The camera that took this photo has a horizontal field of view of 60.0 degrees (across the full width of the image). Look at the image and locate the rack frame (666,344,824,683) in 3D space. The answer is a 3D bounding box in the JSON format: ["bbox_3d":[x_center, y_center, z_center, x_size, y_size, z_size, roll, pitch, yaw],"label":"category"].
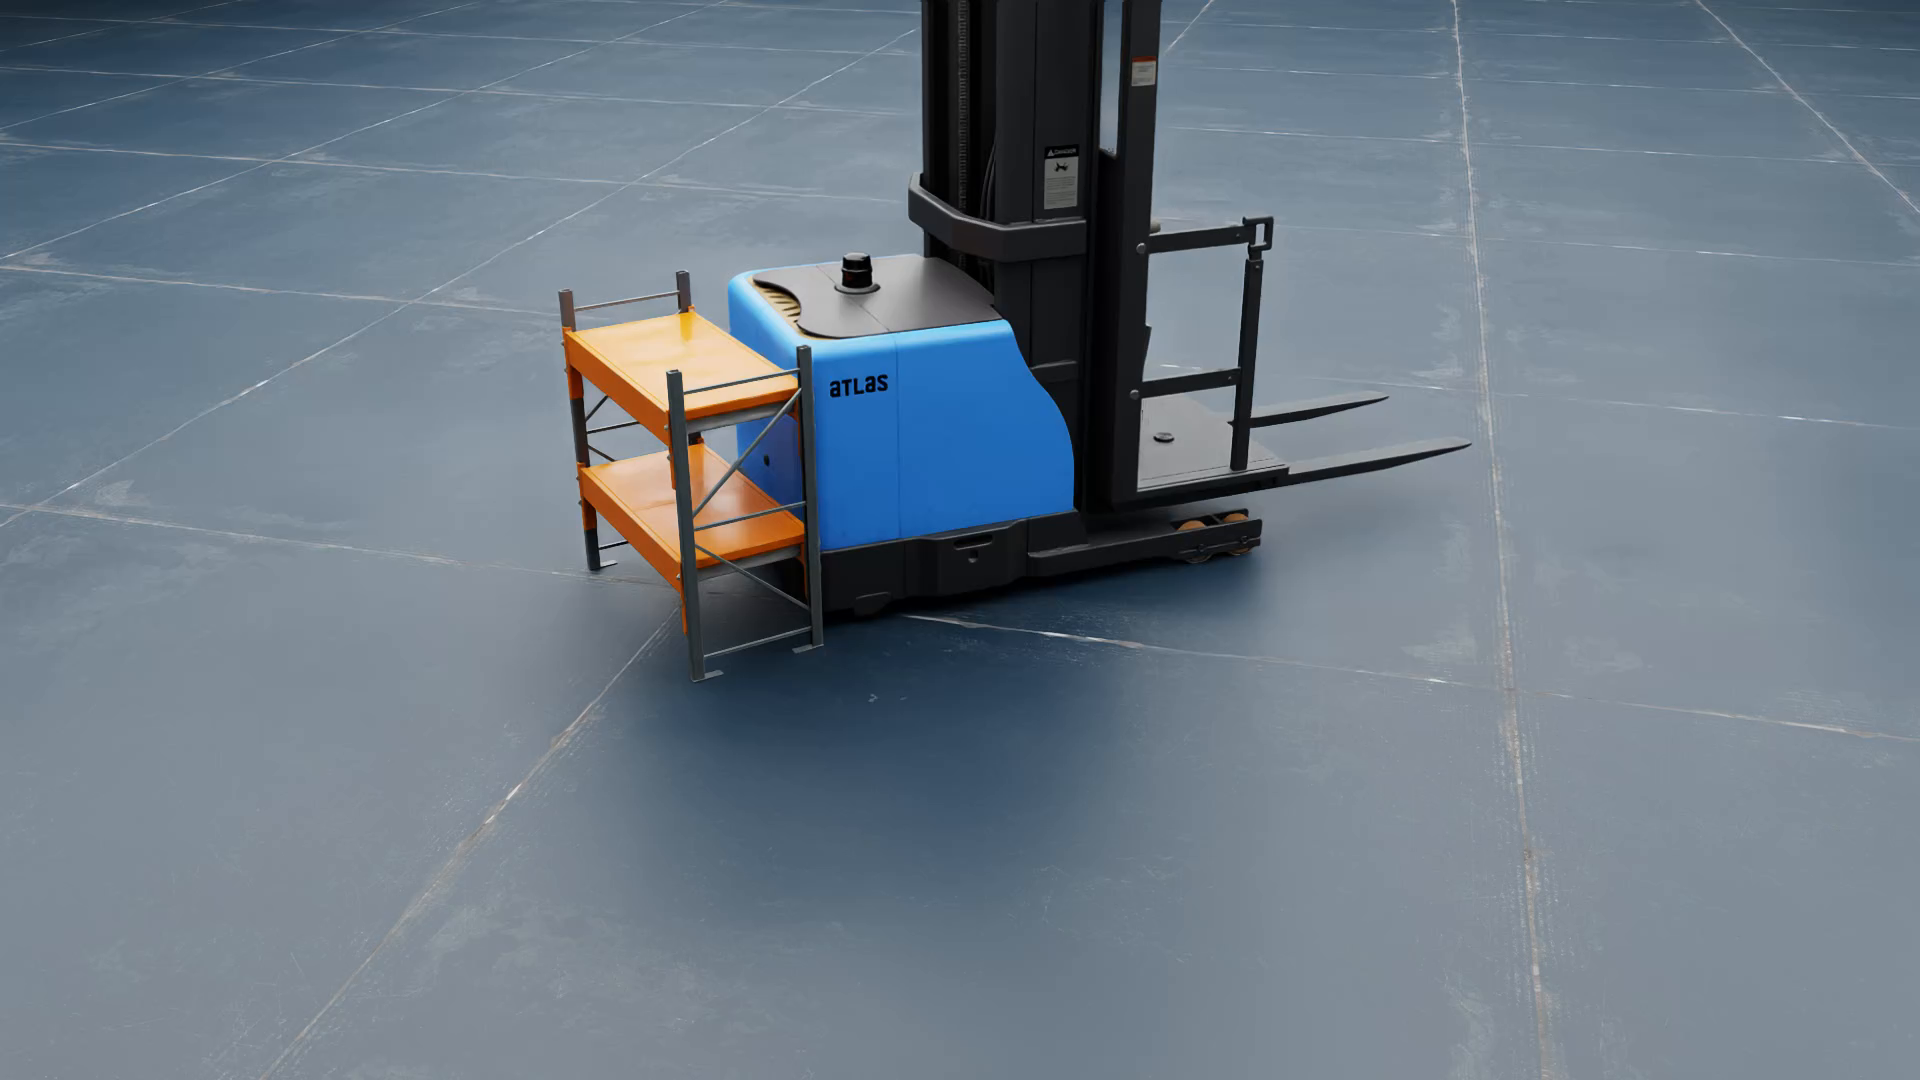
[{"bbox_3d":[-0.709,-0.077,5.603,0.500,1.125,0.032,-15,29,-28],"label":"rack frame"}]

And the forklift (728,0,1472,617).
[{"bbox_3d":[0.661,-1.431,6.346,3.031,2.935,1.130,-10,27,-19],"label":"forklift"}]

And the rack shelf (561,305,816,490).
[{"bbox_3d":[-0.974,-0.528,5.869,0.538,0.278,1.000,-15,29,-28],"label":"rack shelf"}]

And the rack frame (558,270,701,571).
[{"bbox_3d":[-1.239,-0.450,6.387,0.500,1.125,0.032,-15,29,-28],"label":"rack frame"}]

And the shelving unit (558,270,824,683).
[{"bbox_3d":[-0.974,-0.264,5.995,0.538,1.125,1.048,-15,29,-28],"label":"shelving unit"}]

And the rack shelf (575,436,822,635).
[{"bbox_3d":[-0.974,-0.043,6.100,0.538,0.278,1.000,-15,29,-28],"label":"rack shelf"}]
